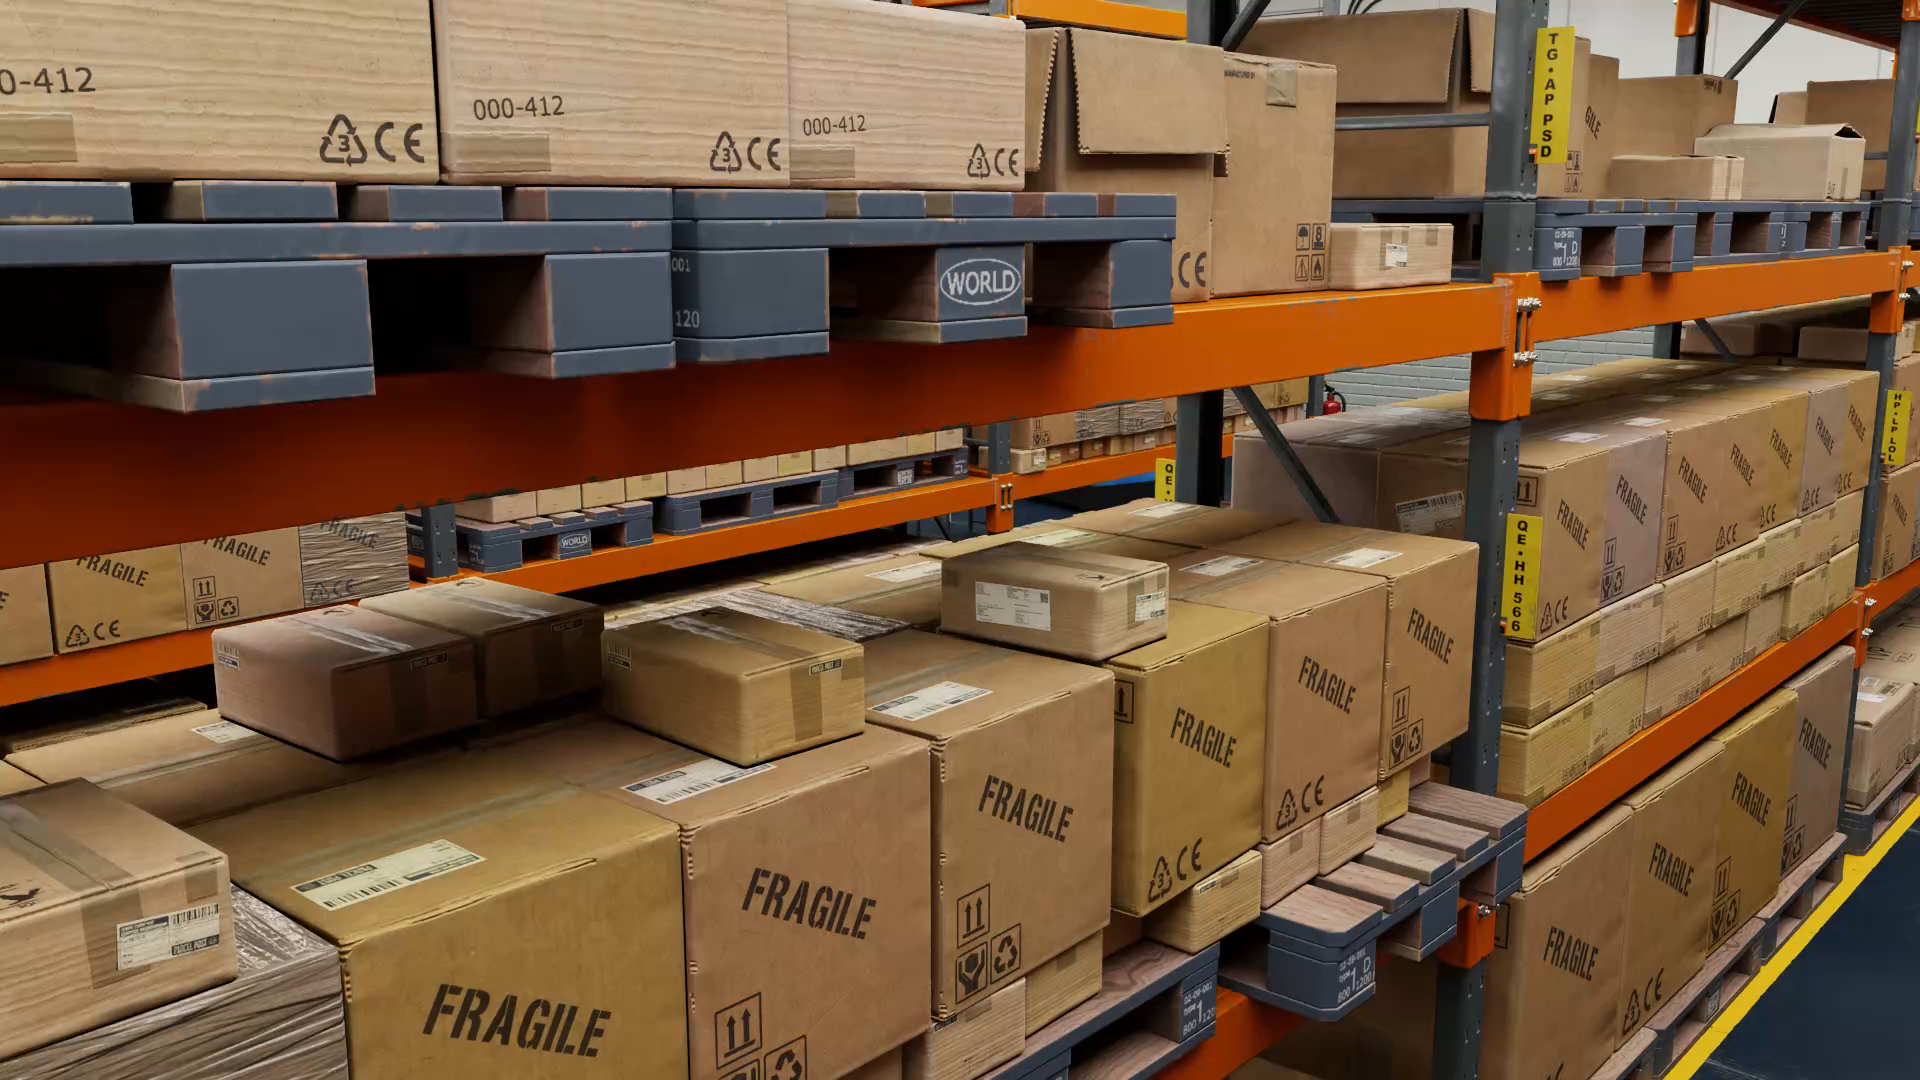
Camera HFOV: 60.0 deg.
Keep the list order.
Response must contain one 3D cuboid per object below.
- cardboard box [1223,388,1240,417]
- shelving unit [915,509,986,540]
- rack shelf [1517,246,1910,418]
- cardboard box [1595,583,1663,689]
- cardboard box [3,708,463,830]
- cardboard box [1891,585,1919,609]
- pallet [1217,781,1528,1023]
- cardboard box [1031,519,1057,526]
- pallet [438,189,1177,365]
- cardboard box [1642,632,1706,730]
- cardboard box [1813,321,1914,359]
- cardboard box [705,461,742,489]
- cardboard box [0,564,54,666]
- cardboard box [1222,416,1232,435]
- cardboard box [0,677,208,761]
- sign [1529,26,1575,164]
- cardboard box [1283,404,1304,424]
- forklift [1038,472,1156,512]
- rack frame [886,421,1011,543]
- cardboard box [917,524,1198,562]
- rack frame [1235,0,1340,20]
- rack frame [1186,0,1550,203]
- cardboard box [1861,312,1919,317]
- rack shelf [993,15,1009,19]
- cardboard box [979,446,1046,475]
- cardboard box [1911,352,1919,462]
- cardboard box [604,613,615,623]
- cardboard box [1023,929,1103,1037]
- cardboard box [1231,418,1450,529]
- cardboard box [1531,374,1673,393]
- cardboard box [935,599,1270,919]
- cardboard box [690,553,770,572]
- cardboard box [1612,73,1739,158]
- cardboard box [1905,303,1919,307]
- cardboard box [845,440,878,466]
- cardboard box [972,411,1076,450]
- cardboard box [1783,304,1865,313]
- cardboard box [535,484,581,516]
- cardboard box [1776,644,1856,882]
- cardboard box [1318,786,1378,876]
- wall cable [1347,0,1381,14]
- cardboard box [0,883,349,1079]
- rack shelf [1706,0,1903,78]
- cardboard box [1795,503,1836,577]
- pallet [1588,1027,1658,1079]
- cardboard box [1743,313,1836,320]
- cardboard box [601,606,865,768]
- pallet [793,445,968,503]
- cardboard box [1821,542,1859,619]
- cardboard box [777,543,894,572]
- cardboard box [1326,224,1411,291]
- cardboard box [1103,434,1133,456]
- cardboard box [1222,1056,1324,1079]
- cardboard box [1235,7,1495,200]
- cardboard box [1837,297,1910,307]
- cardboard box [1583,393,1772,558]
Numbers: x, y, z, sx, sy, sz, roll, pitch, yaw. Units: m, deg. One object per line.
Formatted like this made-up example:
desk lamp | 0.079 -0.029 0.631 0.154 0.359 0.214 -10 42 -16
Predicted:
cardboard box | 1.774 -1.191 12.538 0.500 0.500 0.500 10 15 41
shelving unit | -0.004 -0.734 15.098 0.431 1.500 0.755 10 15 40
rack shelf | 2.373 -0.856 6.058 1.077 0.370 4.000 10 15 40
cardboard box | 1.915 0.266 5.367 0.500 0.250 0.500 10 15 42
cardboard box | -1.128 0.573 2.636 0.500 0.500 0.500 10 15 41
cardboard box | 5.973 0.540 10.359 0.875 0.438 0.875 9 14 38
pallet | 0.663 0.769 4.232 1.213 0.211 1.003 10 15 40
cardboard box | 0.754 -0.045 12.503 0.380 0.149 0.250 9 14 38
pallet | -0.417 -0.464 2.737 1.213 0.211 1.003 10 15 40
cardboard box | 2.242 0.436 5.792 0.500 0.250 0.500 10 15 42
cardboard box | 4.254 -0.943 7.847 0.380 0.149 0.250 10 15 41
cardboard box | -1.411 -0.387 9.098 0.380 0.149 0.250 10 15 41
cardboard box | -3.823 0.206 6.307 0.500 0.500 0.500 10 15 41
cardboard box | 1.853 -0.892 12.700 0.380 0.149 0.250 9 14 38
cardboard box | -3.776 1.035 7.080 1.050 0.750 0.750 10 15 41
sign | 1.459 -1.098 4.110 0.100 0.325 0.005 10 15 40
cardboard box | 2.546 -1.038 13.432 0.380 0.149 0.250 10 15 40
forklift | 1.023 -1.961 17.583 1.130 2.935 3.031 -7 13 -30
rack frame | -0.091 -0.658 10.884 1.000 3.000 0.127 10 15 40
cardboard box | 0.244 0.269 4.157 0.500 0.500 0.500 11 16 43
rack frame | 2.549 -4.188 13.243 1.000 3.000 0.127 10 15 40
rack frame | 1.053 -2.386 4.220 1.000 3.000 0.127 10 15 40
cardboard box | 4.902 -1.097 8.621 0.380 0.149 0.250 10 15 40
rack shelf | -1.412 -2.756 8.933 1.077 0.370 4.000 10 15 40
cardboard box | 0.341 -0.534 10.905 0.380 0.149 0.250 11 15 42
cardboard box | 4.528 -0.684 8.208 0.500 0.500 0.500 10 15 40
cardboard box | -2.095 0.513 8.419 0.500 0.250 0.500 9 14 38
cardboard box | 0.050 0.790 3.205 0.380 0.149 0.250 9 15 39
cardboard box | 1.198 -0.093 5.250 0.500 0.500 0.500 9 15 39
cardboard box | 2.539 -0.392 6.748 0.500 0.500 0.500 9 15 39
cardboard box | 0.297 0.410 3.452 0.500 0.500 0.500 9 14 37
cardboard box | -1.467 0.222 9.874 0.500 0.250 0.500 11 15 42
cardboard box | 2.894 -1.666 6.948 0.500 0.500 0.500 9 15 39
cardboard box | 5.568 -1.249 9.383 0.380 0.149 0.250 10 15 40
cardboard box | -0.708 -0.545 9.888 0.380 0.149 0.250 9 14 37
cardboard box | 0.425 -0.893 11.047 0.500 0.500 0.500 9 15 39
cardboard box | 4.836 -1.239 9.332 0.380 0.149 0.250 9 15 39
cardboard box | -2.108 -0.231 8.317 0.380 0.149 0.250 11 16 43
cardboard box | 3.344 0.905 7.413 0.875 0.875 0.875 10 15 42
cardboard box | 0.758 0.644 3.938 0.380 0.149 0.250 10 15 40
wall cable | 5.212 -6.808 18.147 2.277 5.999 0.120 10 15 40
cardboard box | -1.062 0.712 1.941 0.500 0.500 0.500 10 15 42
rack shelf | 5.014 -2.720 8.749 1.077 0.370 4.000 10 15 40
cardboard box | 3.261 -0.033 6.865 0.500 0.250 0.500 10 15 42
pallet | 1.630 1.817 5.613 1.003 0.211 1.213 10 15 40
cardboard box | 4.239 -1.076 8.515 0.380 0.149 0.250 10 15 40
cardboard box | -0.371 0.229 2.702 0.380 0.149 0.250 11 16 43
pallet | -0.705 -0.470 10.434 1.003 0.211 1.213 10 15 40
cardboard box | 3.587 0.140 7.275 0.500 0.250 0.500 9 15 39
cardboard box | -0.742 0.211 9.932 0.500 0.250 0.500 11 16 43
cardboard box | 0.845 -0.681 3.982 0.380 0.149 0.250 10 15 40
cardboard box | 0.992 -0.695 11.714 0.380 0.149 0.250 10 15 41
cardboard box | 0.673 1.721 4.614 0.950 0.372 0.625 9 14 37
cardboard box | 1.189 -1.246 4.838 0.797 0.503 0.637 9 14 37
cardboard box | 5.514 -1.391 10.091 0.380 0.149 0.250 10 15 42
cardboard box | 2.571 -0.246 6.017 0.500 0.500 0.500 10 15 41
